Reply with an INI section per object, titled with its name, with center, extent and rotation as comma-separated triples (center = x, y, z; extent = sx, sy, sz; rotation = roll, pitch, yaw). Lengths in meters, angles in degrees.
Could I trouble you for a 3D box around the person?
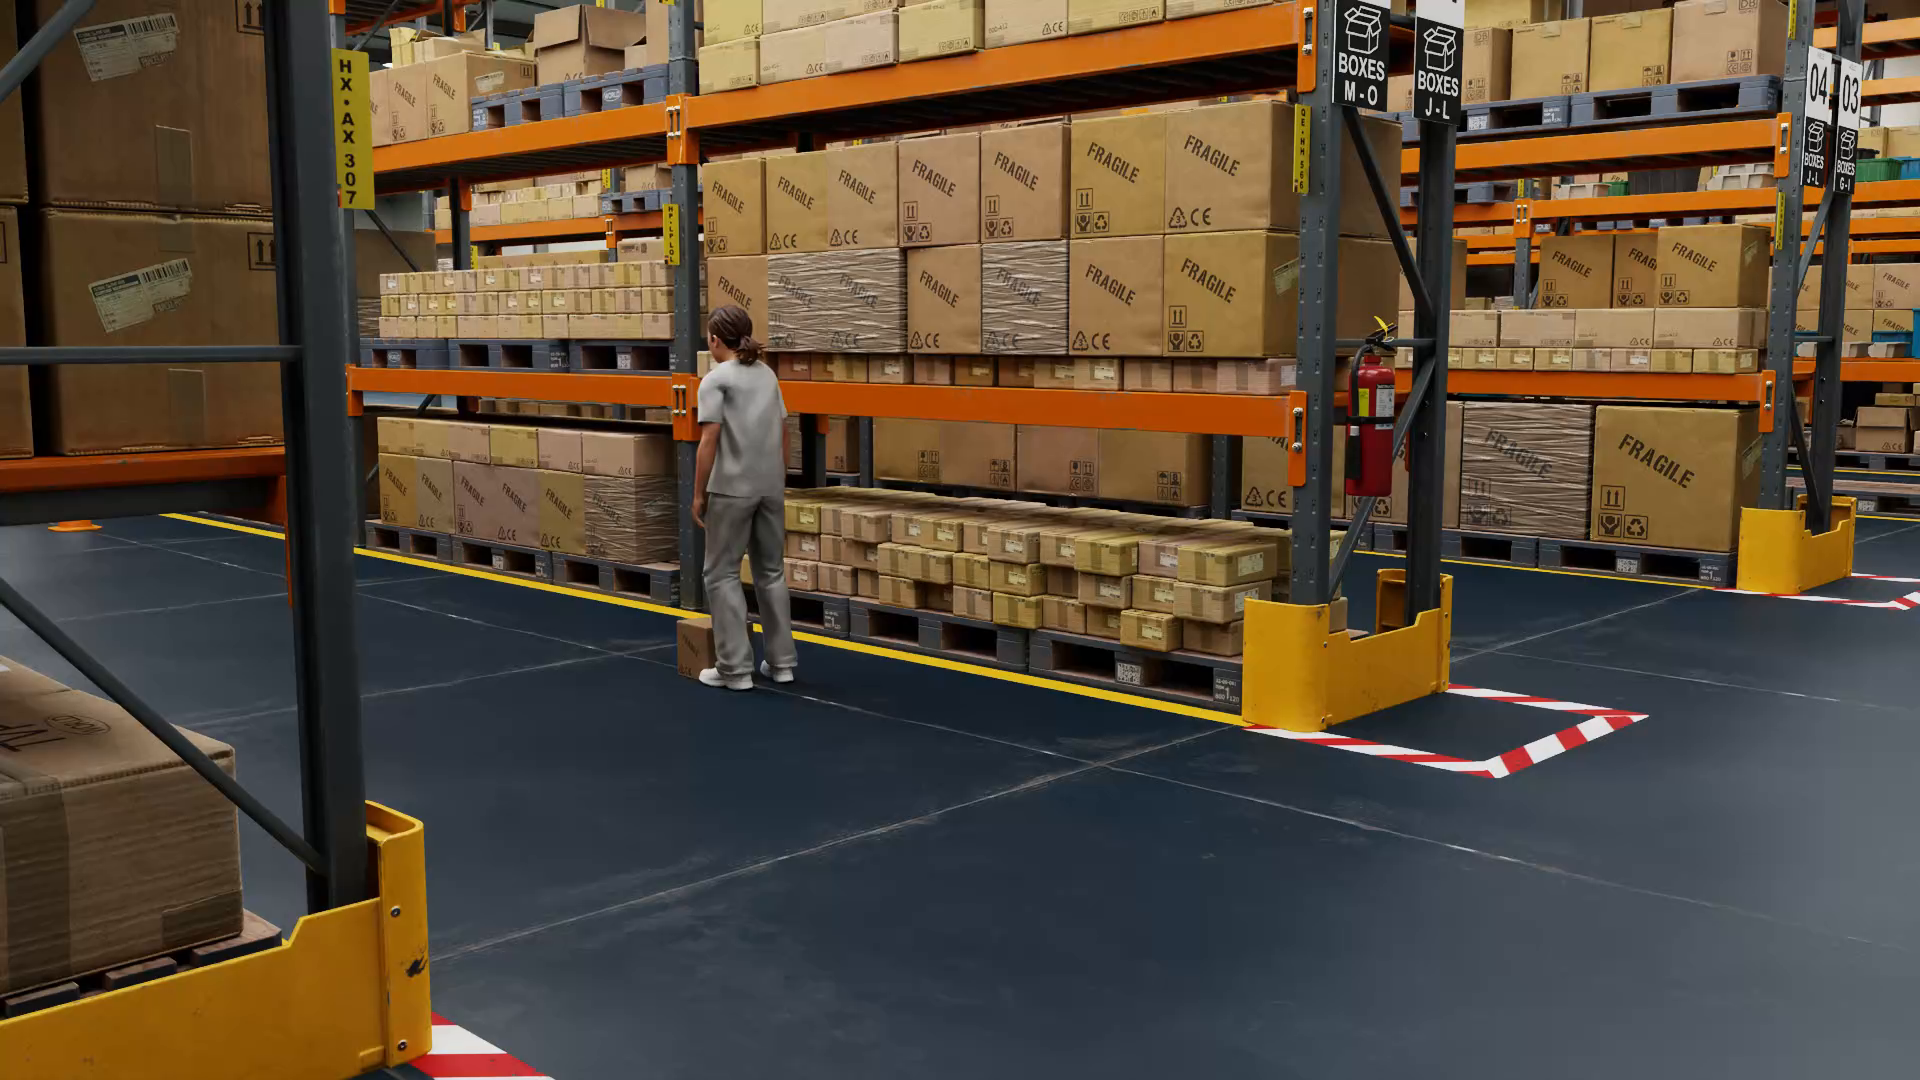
[person]
center = -0.948, -0.190, 7.288
extent = 0.514, 1.672, 0.355
rotation = -7, 10, -43
